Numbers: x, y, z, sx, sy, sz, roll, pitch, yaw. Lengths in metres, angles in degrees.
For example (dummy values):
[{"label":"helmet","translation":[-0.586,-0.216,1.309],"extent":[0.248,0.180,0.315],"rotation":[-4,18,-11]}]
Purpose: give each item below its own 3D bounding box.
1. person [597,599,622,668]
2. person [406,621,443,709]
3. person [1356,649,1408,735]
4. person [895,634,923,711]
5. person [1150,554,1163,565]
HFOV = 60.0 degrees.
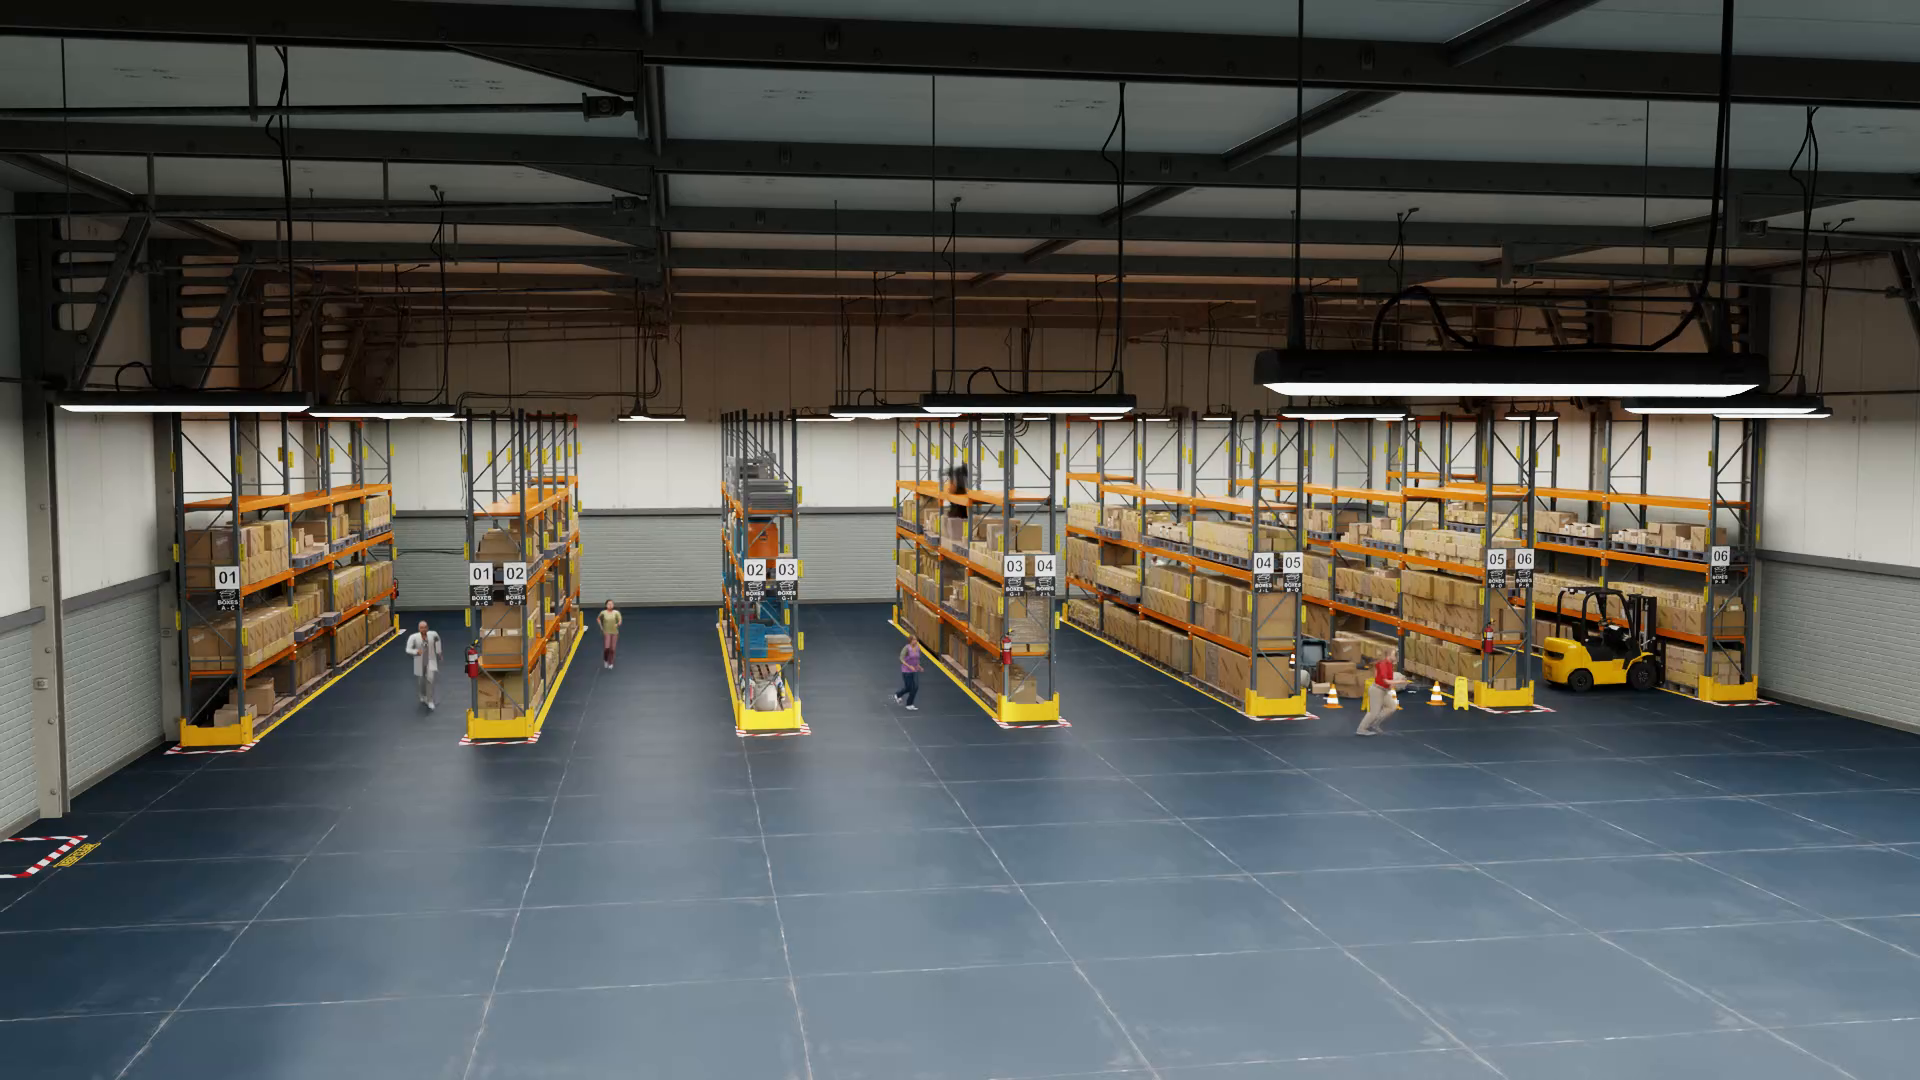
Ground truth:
[{"label":"person","translation":[-8.145,2.190,38.717],"extent":[0.570,1.629,0.598],"rotation":[-1,4,-15]},{"label":"person","translation":[-10.836,2.500,33.663],"extent":[0.701,1.757,1.063],"rotation":[-1,4,-18]},{"label":"person","translation":[7.739,2.779,30.435],"extent":[0.912,1.615,0.674],"rotation":[2,4,25]},{"label":"person","translation":[-1.043,2.636,33.357],"extent":[0.538,1.547,0.685],"rotation":[-3,5,-39]},{"label":"person","translation":[6.127,1.244,51.889],"extent":[0.817,1.772,0.611],"rotation":[-3,5,-39]}]
